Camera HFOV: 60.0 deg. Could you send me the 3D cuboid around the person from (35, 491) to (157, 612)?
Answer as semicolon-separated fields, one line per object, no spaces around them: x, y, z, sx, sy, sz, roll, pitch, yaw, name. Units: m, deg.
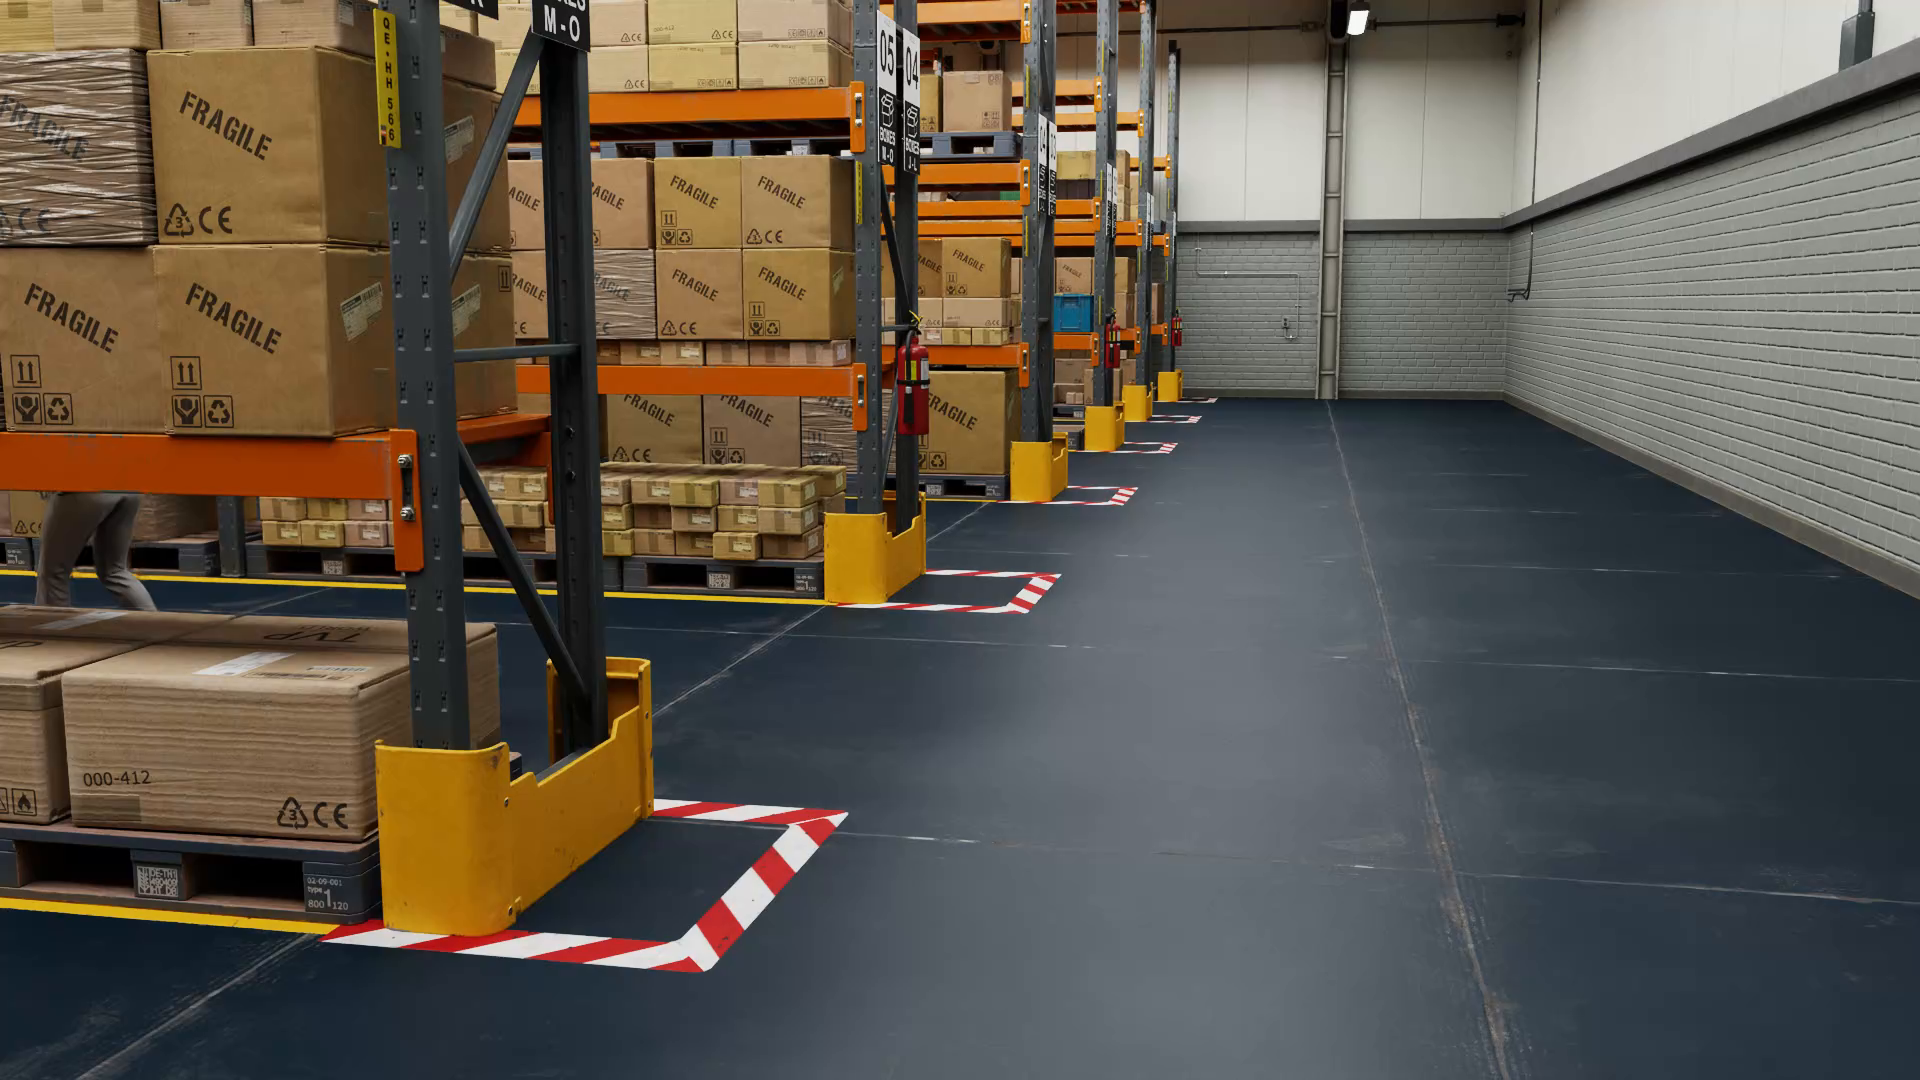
-3.810;-0.216;7.146;0.777;1.660;0.626;2;8;14;person
